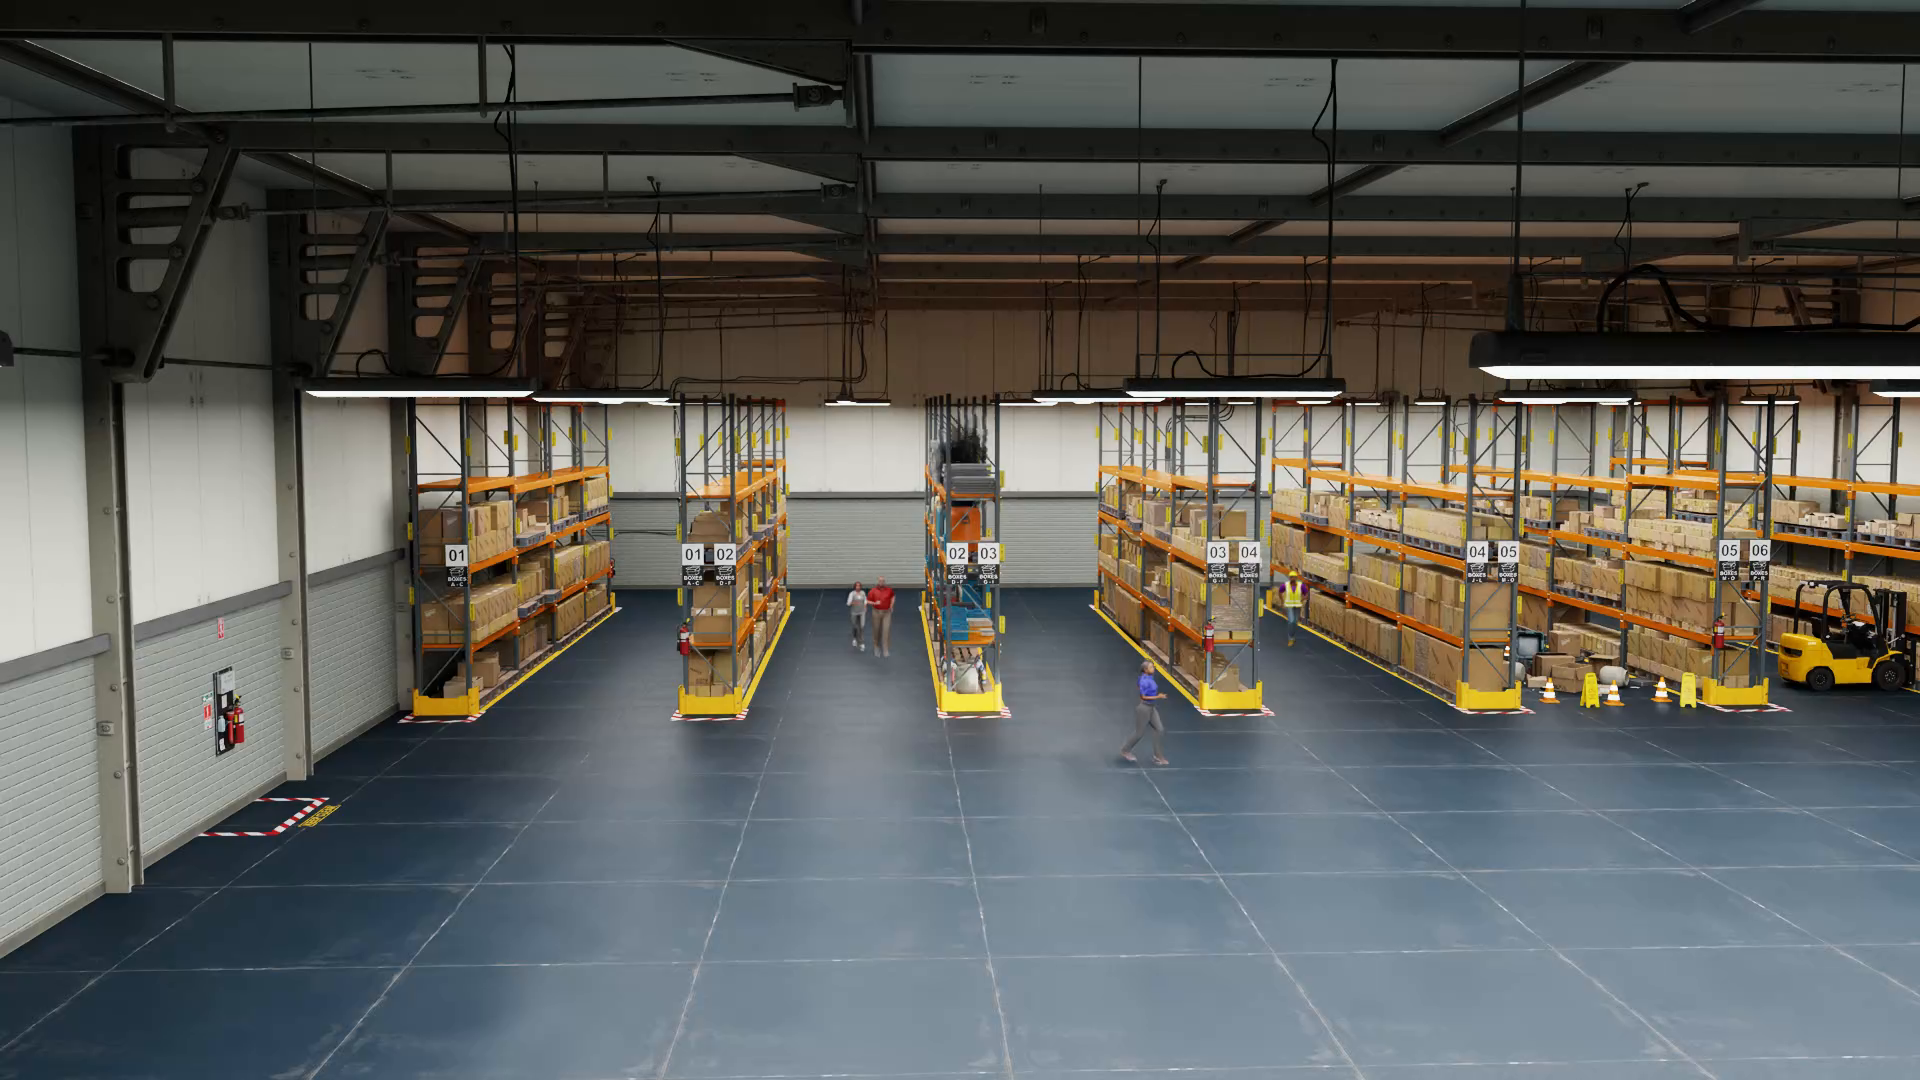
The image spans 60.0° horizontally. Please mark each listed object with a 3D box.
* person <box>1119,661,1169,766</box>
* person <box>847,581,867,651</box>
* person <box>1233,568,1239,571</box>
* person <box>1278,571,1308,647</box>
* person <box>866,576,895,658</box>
[{"bbox_3d":[2.964,2.786,26.756,0.794,1.716,0.564,2,5,24],"label":"person"},{"bbox_3d":[-2.420,1.778,39.467,0.529,1.610,0.809,-1,5,-14],"label":"person"},{"bbox_3d":[8.078,1.095,48.446,0.697,1.618,0.966,4,6,42],"label":"person"},{"bbox_3d":[8.098,1.645,40.357,0.691,1.801,0.854,0,5,0],"label":"person"},{"bbox_3d":[-1.719,1.687,36.452,0.664,1.786,0.865,-1,5,-10],"label":"person"}]
